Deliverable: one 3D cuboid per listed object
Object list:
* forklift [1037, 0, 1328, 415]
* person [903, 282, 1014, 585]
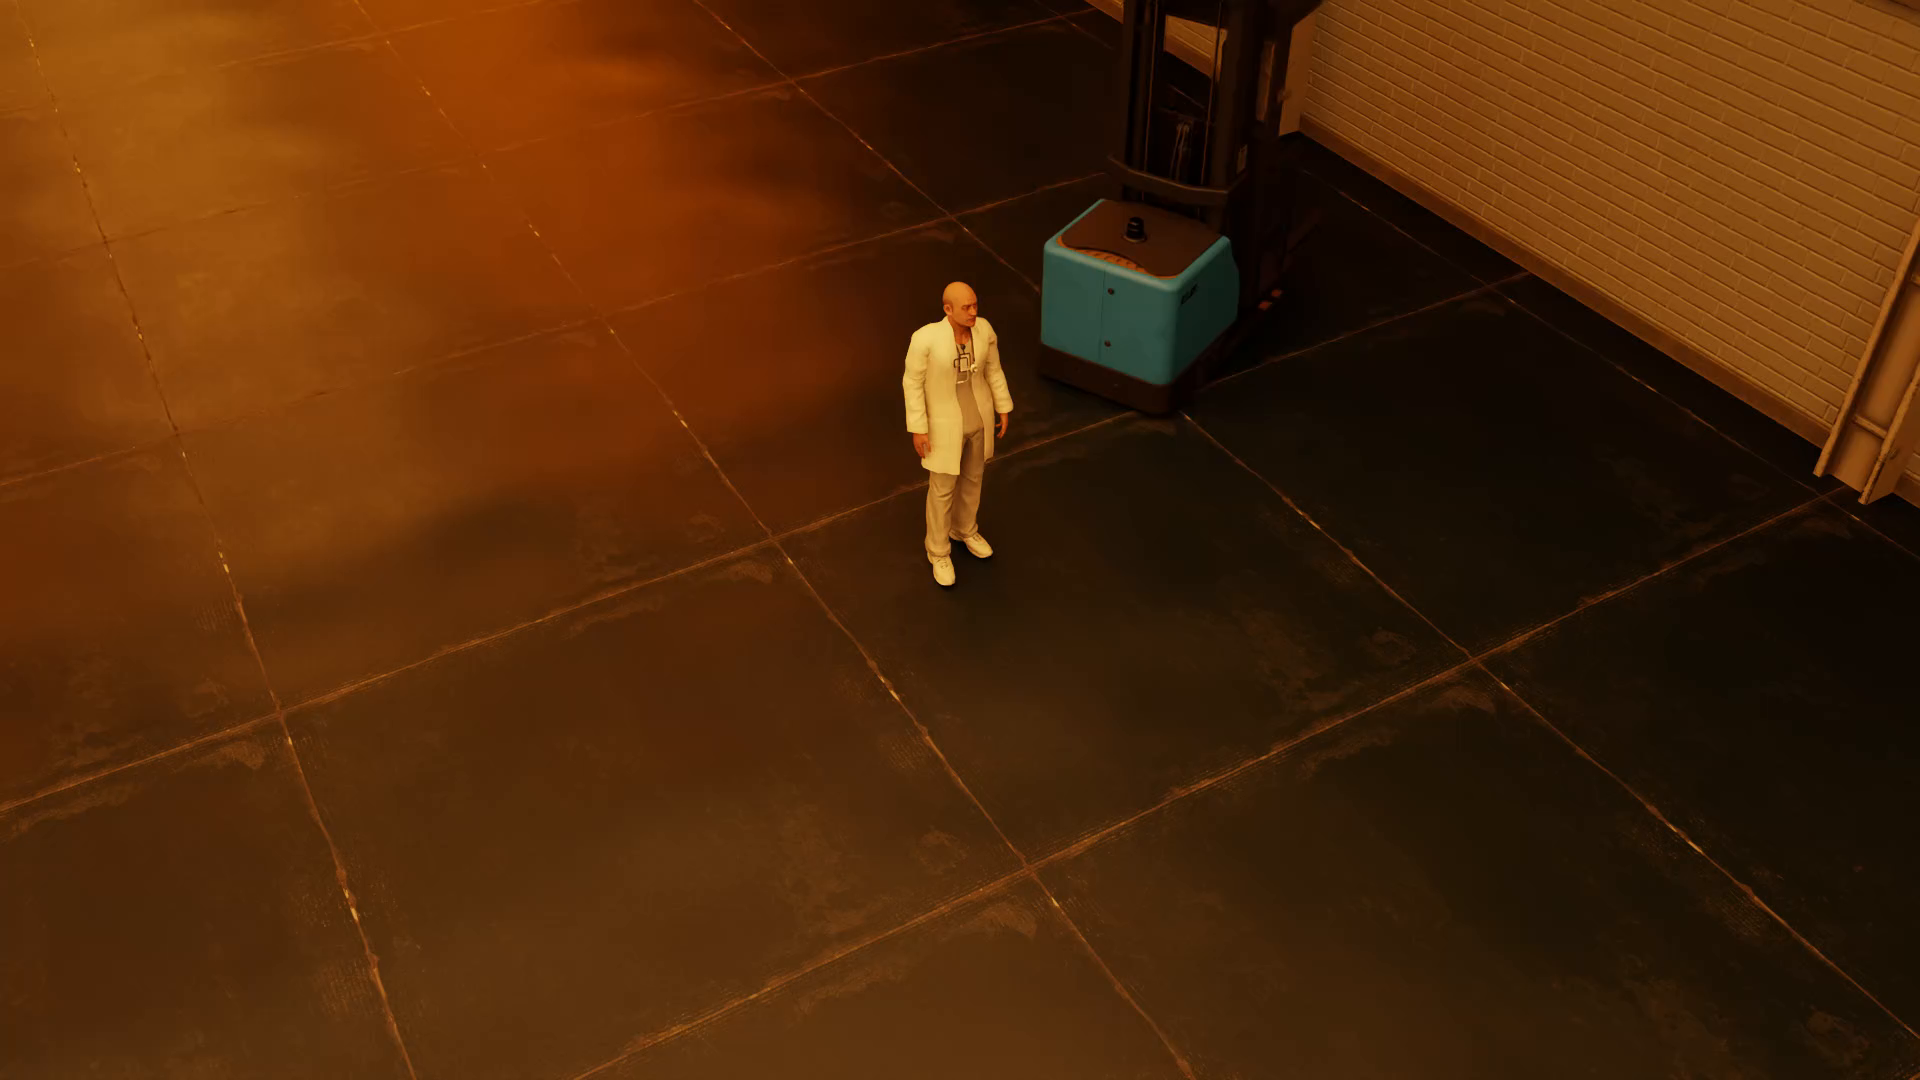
[{"bbox_3d":[1.781,-2.878,11.505,1.130,2.935,3.031,23,45,25],"label":"forklift"},{"bbox_3d":[0.041,-0.638,9.698,0.694,1.775,0.581,-20,44,-23],"label":"person"}]
